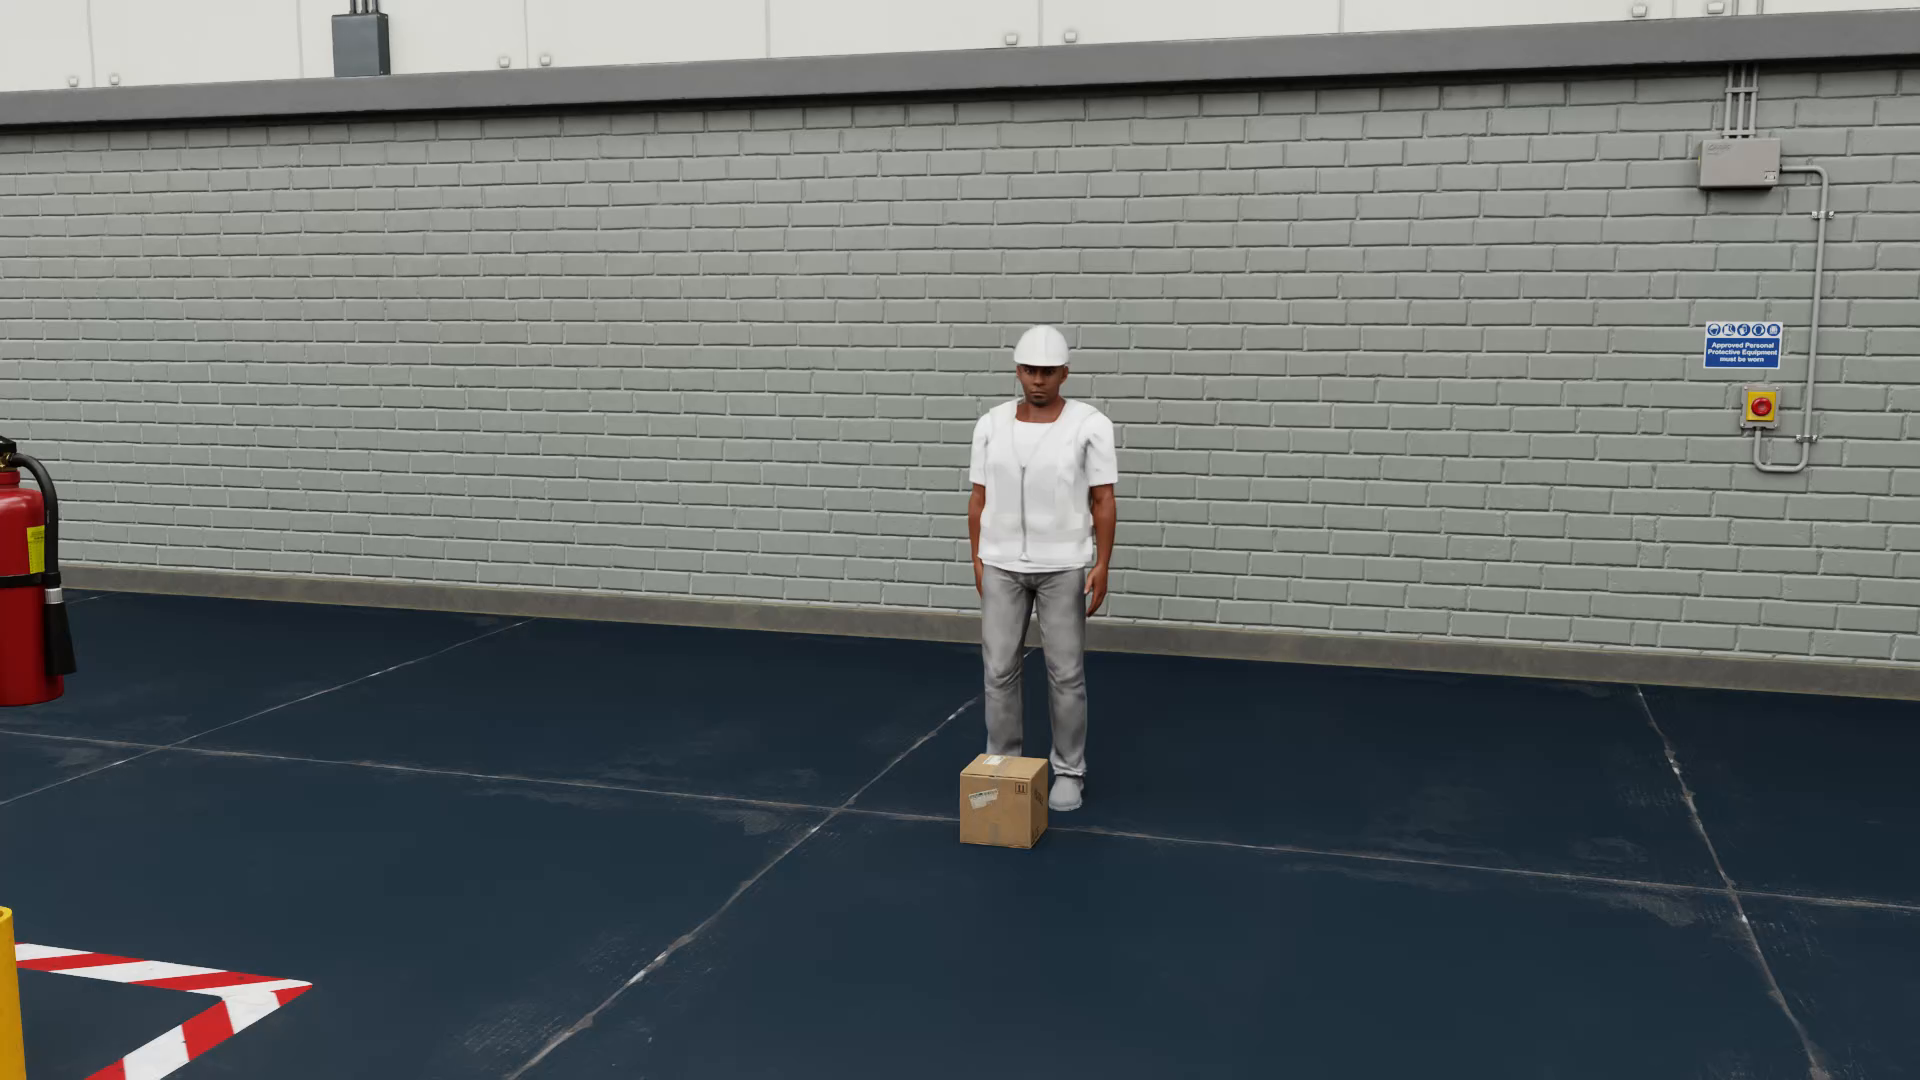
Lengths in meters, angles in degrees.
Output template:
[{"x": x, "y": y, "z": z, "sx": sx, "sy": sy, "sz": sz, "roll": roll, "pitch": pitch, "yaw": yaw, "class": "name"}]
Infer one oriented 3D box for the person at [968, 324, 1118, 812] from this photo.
[{"x": 0.292, "y": 0.098, "z": 6.120, "sx": 0.565, "sy": 1.773, "sz": 0.364, "roll": 3, "pitch": 9, "yaw": 17, "class": "person"}]
